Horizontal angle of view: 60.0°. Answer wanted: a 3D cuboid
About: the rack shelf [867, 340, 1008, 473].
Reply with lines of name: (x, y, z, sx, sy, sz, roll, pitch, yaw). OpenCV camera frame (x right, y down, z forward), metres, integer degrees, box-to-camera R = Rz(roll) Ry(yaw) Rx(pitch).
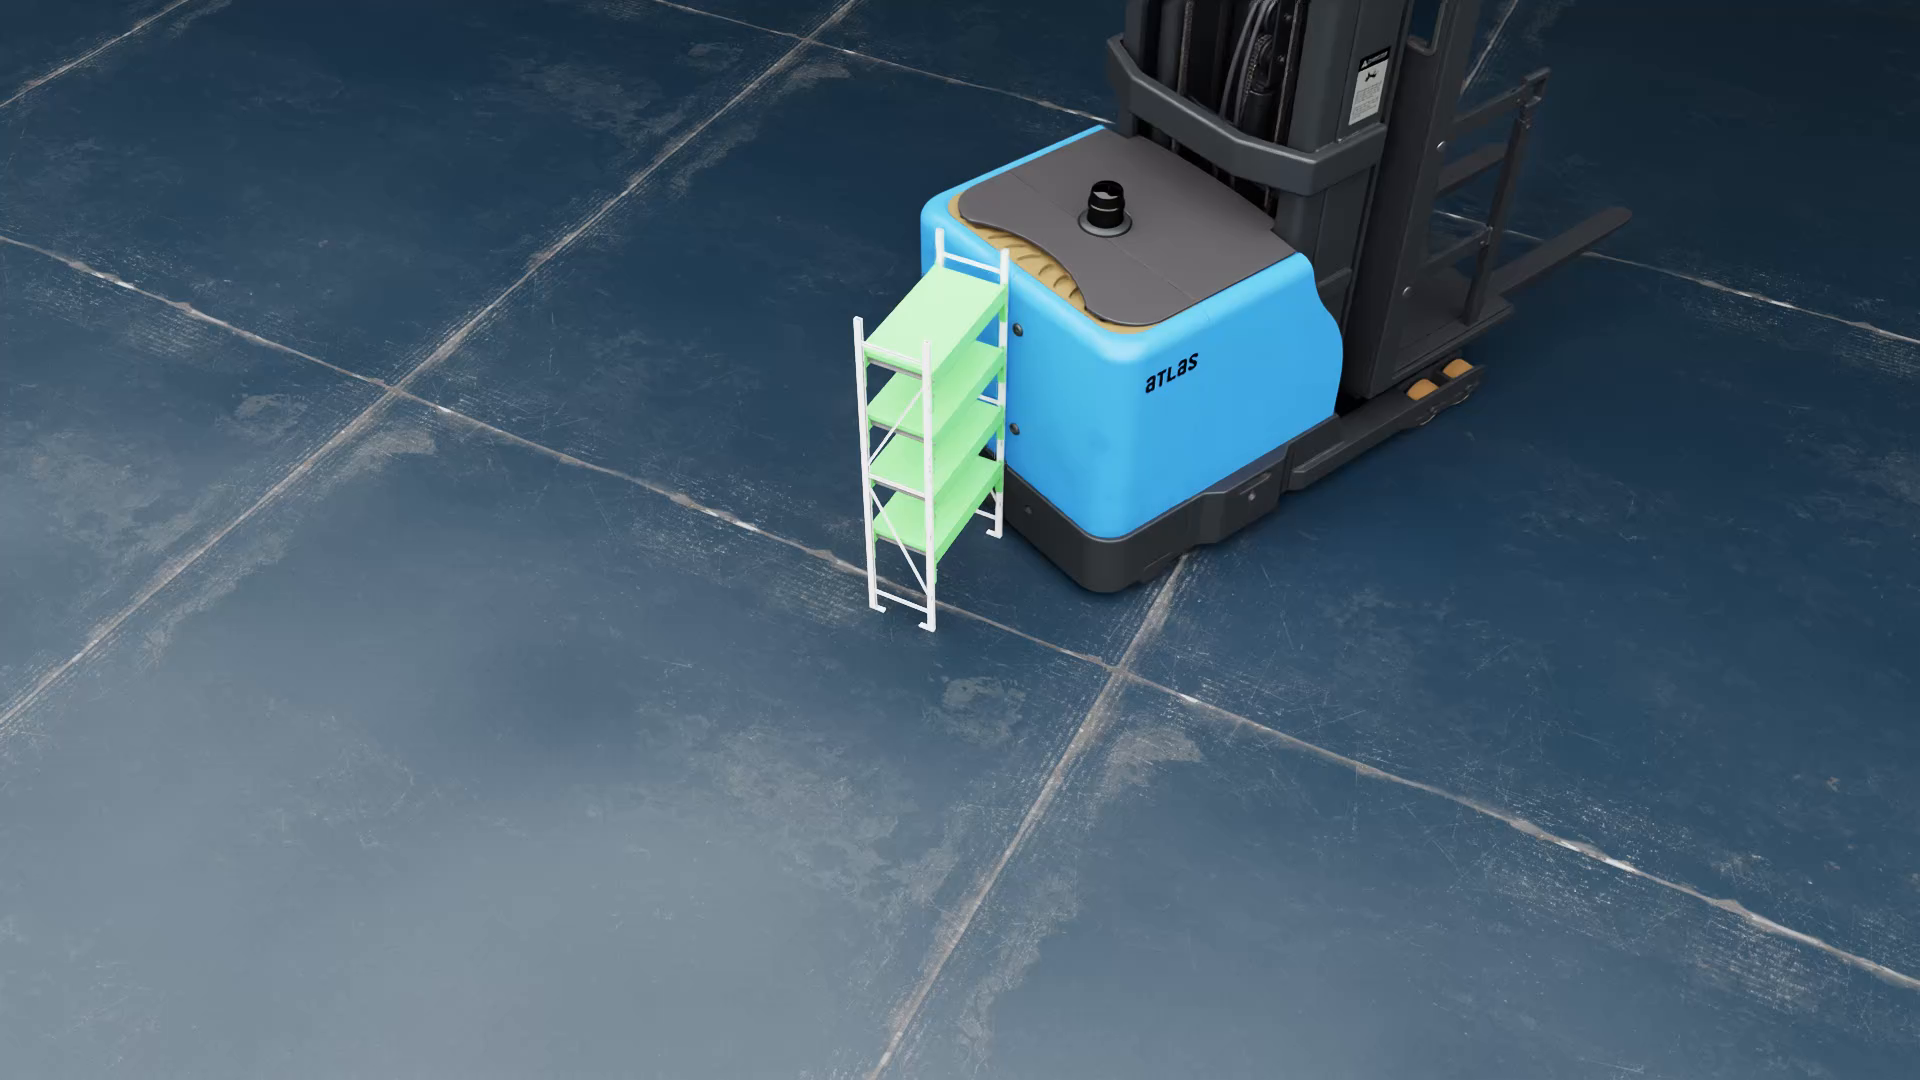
rack shelf: (-0.077, -0.441, 5.095, 0.258, 0.148, 0.480, 20, 49, 19)

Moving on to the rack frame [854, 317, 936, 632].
rack frame: (-0.190, -0.164, 5.068, 0.240, 1.200, 0.015, 20, 49, 19)

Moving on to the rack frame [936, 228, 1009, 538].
rack frame: (0.036, -0.471, 5.372, 0.240, 1.200, 0.015, 20, 49, 19)

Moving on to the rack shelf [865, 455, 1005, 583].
rack shelf: (-0.077, -0.104, 5.436, 0.258, 0.148, 0.480, 20, 49, 19)

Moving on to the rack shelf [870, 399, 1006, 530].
rack shelf: (-0.077, -0.273, 5.266, 0.258, 0.148, 0.480, 20, 49, 19)

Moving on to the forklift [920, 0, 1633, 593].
forklift: (1.333, -1.729, 5.398, 3.031, 2.935, 1.130, -29, 52, -26)

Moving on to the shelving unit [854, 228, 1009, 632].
shelving unit: (-0.077, -0.317, 5.220, 0.258, 1.200, 0.503, 20, 49, 19)

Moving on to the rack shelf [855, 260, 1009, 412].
rack shelf: (-0.077, -0.610, 4.924, 0.258, 0.148, 0.480, 20, 49, 19)
